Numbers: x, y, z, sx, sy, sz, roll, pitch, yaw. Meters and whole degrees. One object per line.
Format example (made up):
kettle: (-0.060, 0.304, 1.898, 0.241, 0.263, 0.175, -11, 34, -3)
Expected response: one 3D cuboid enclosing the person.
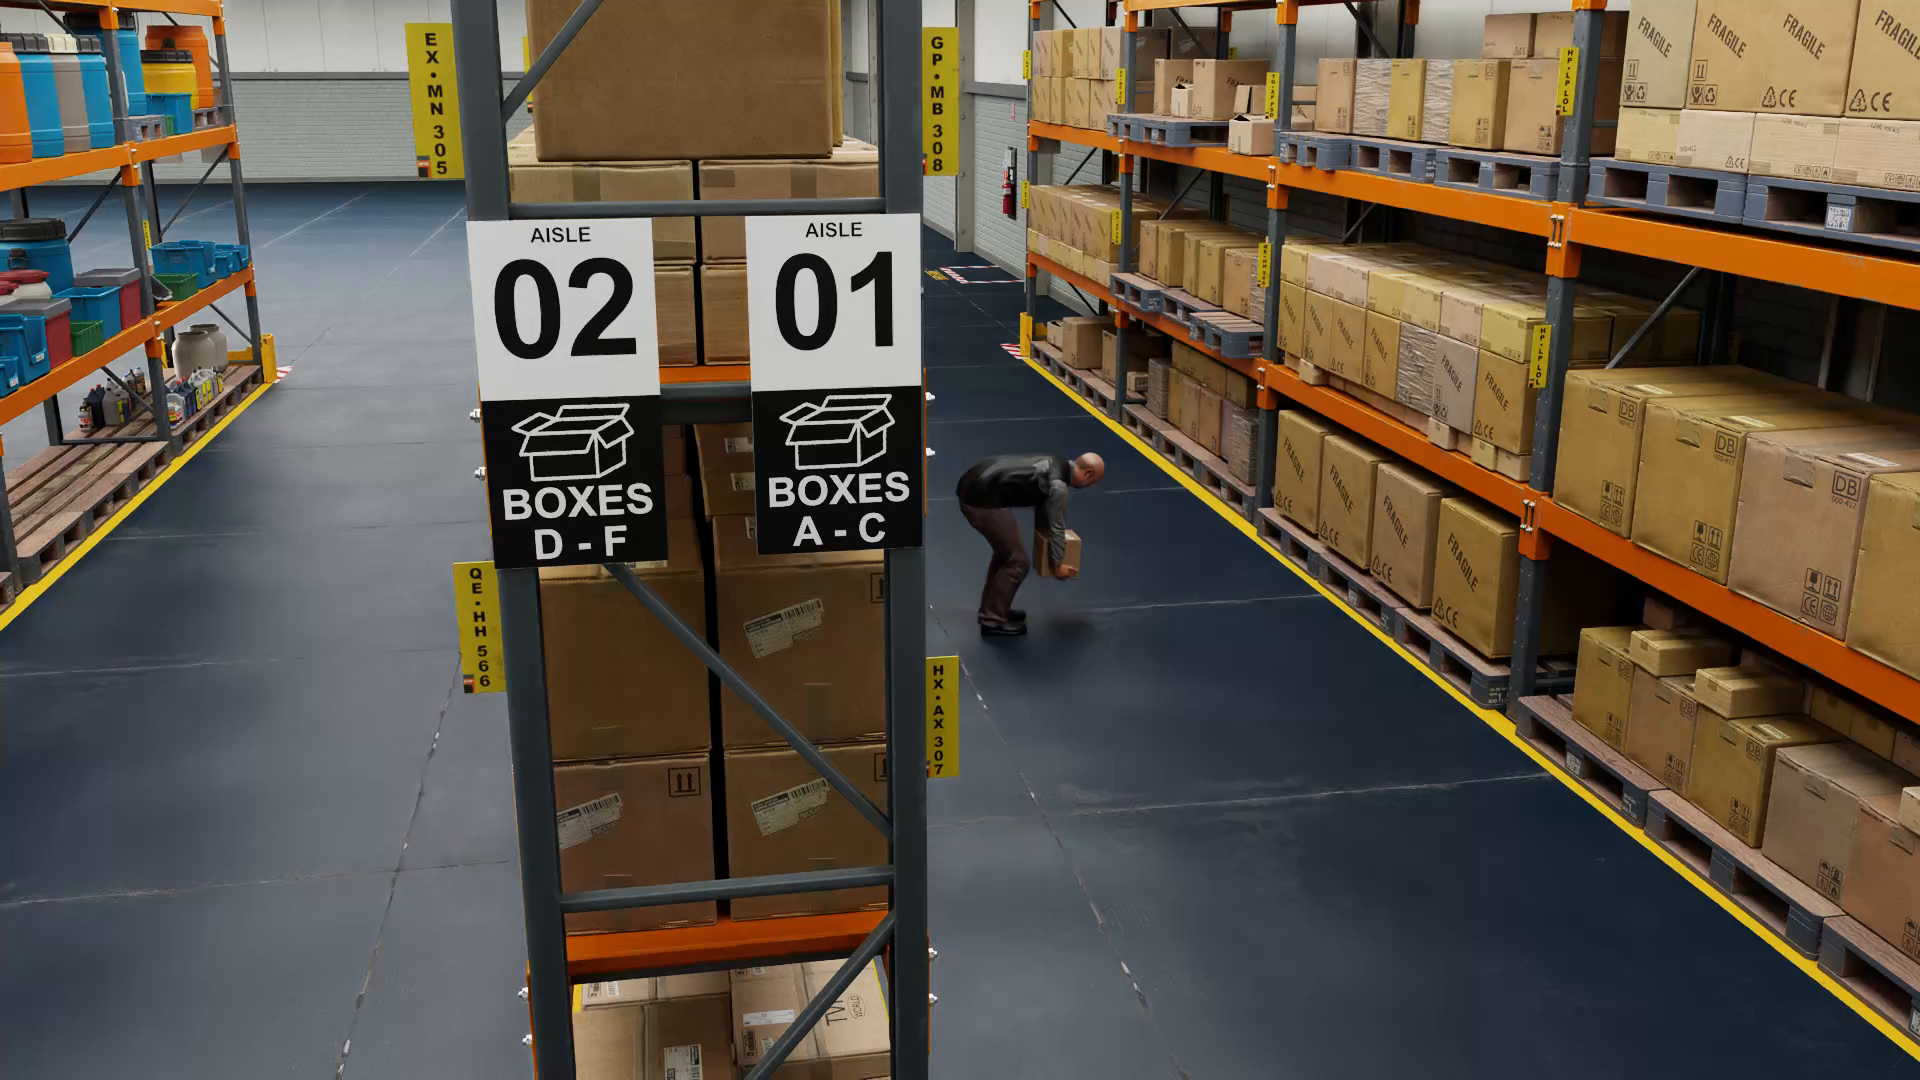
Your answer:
person: (0.456, -0.002, 10.621, 0.955, 1.145, 0.465, -4, 17, -12)
